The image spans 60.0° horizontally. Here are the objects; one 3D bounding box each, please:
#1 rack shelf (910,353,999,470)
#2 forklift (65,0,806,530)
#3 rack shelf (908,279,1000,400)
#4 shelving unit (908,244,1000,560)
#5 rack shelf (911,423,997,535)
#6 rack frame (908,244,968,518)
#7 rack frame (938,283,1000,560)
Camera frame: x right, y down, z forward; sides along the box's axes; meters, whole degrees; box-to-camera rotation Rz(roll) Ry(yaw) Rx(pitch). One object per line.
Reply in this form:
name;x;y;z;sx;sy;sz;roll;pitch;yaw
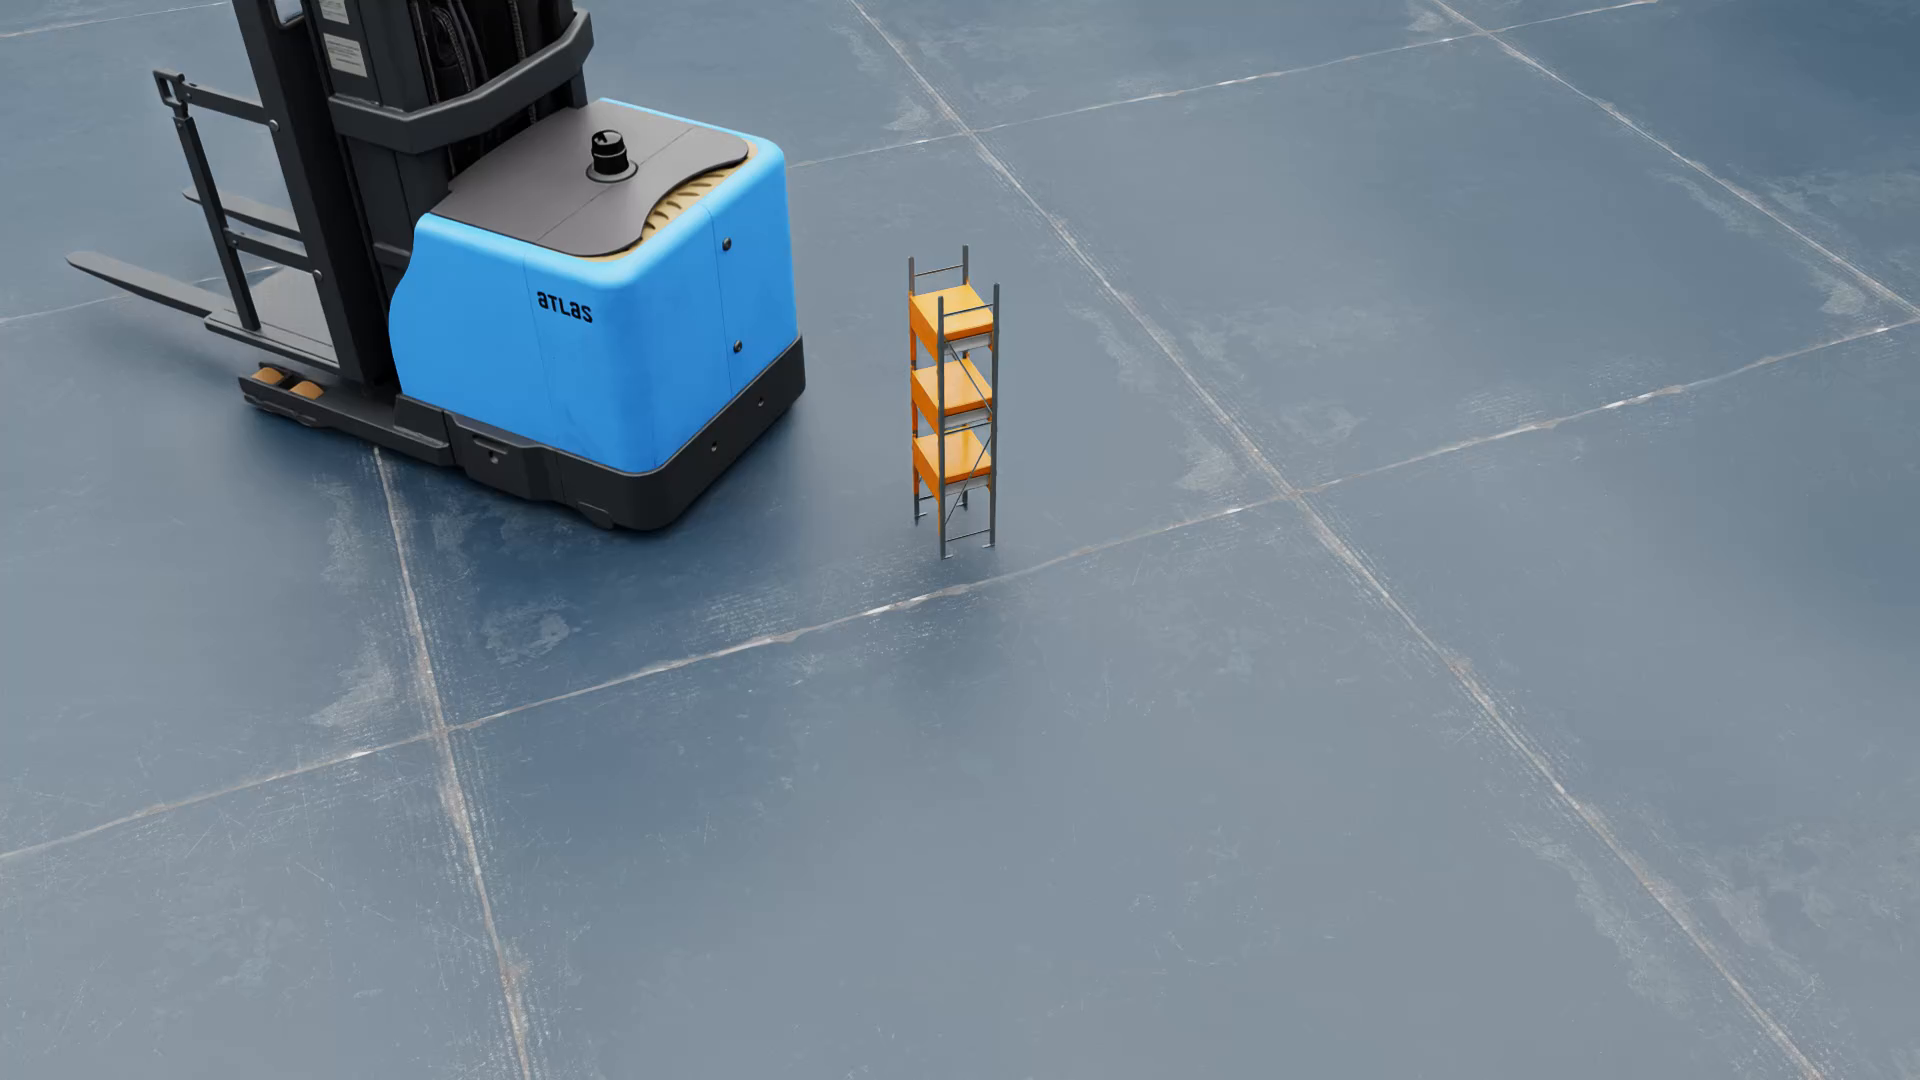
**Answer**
rack shelf;-0.020;-0.422;5.452;0.215;0.259;0.240;-15;43;-17
forklift;-2.134;-1.823;5.622;3.031;2.935;1.130;19;44;20
rack shelf;-0.020;-0.637;5.267;0.215;0.259;0.240;-15;43;-17
shelving unit;-0.020;-0.430;5.445;0.215;1.050;0.252;-15;43;-17
rack shelf;-0.020;-0.212;5.633;0.215;0.259;0.240;-15;43;-17
rack frame;-0.067;-0.504;5.531;0.200;1.050;0.008;-15;43;-17
rack frame;0.026;-0.357;5.360;0.200;1.050;0.008;-15;43;-17
